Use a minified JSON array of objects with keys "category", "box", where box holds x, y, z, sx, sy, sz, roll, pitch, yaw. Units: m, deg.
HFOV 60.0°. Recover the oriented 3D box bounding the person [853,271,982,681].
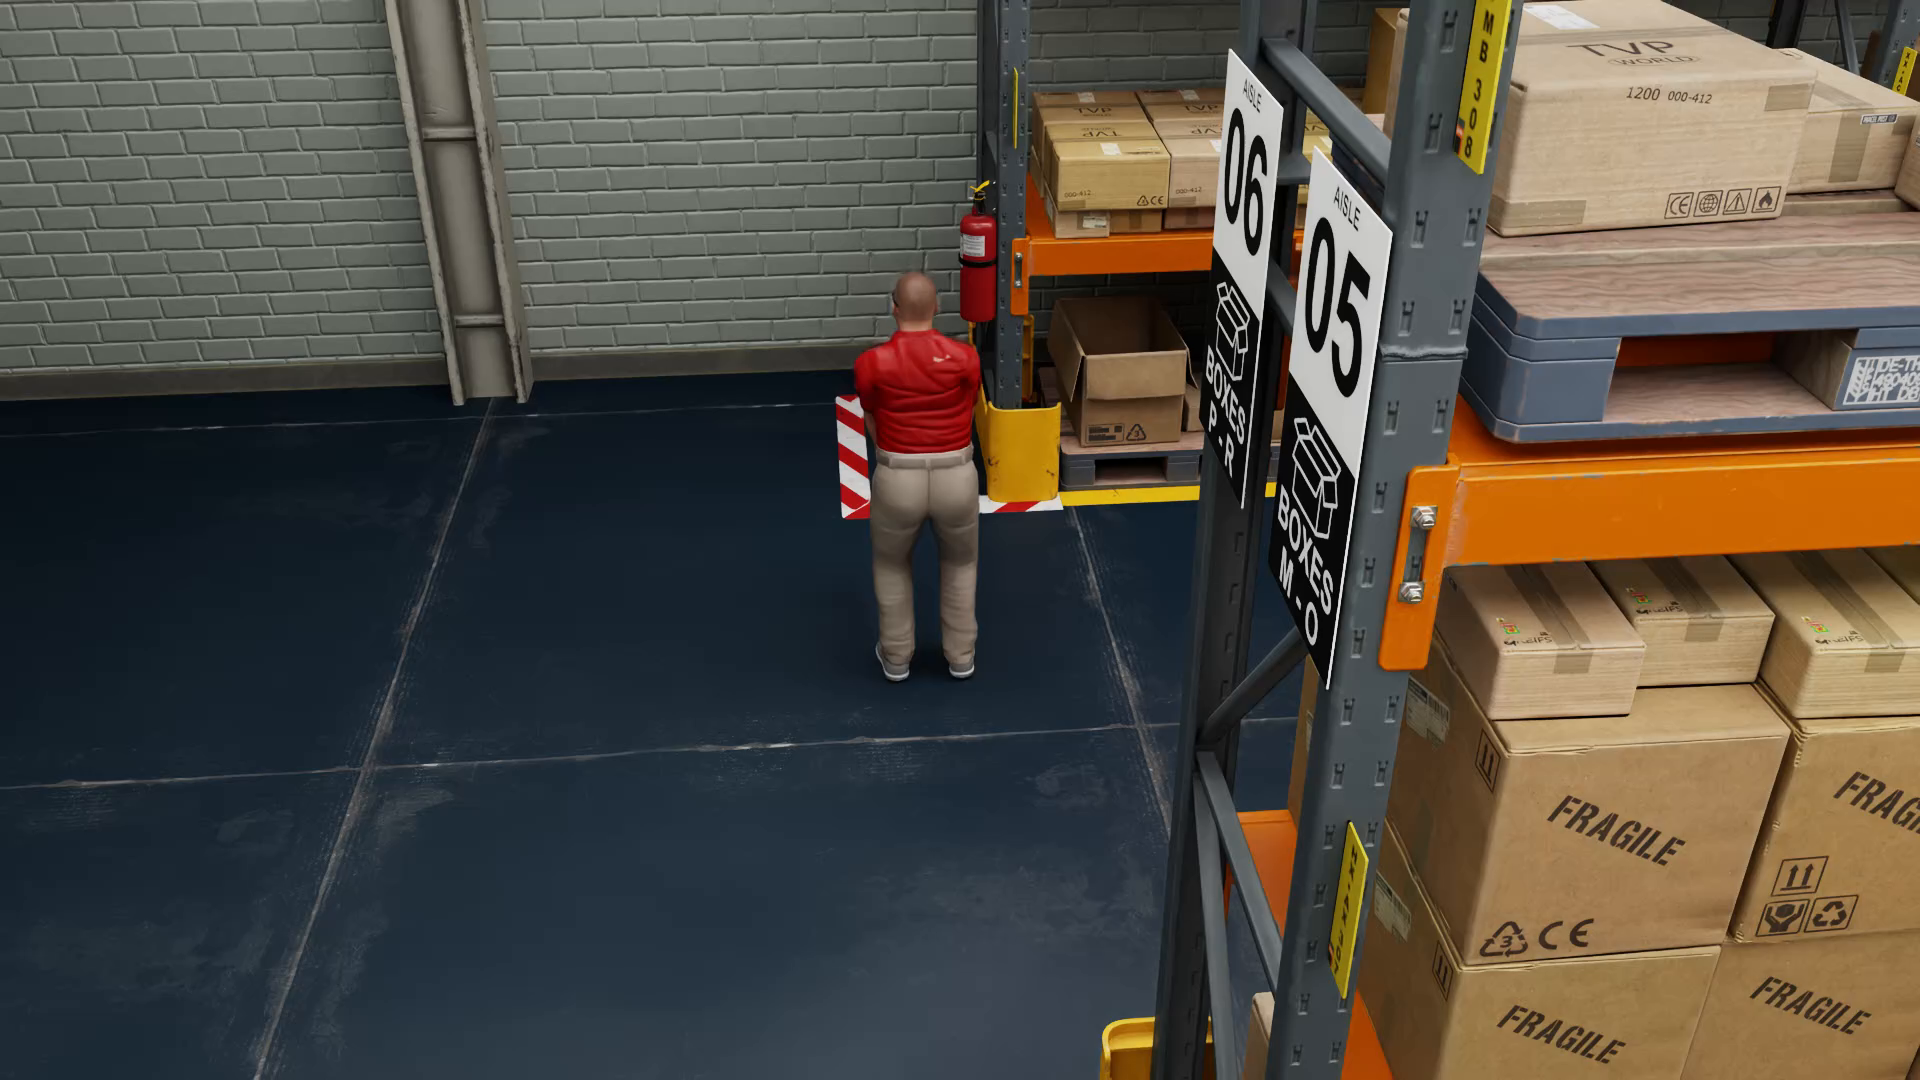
[{"category":"person","box":[-0.165,-0.258,6.595,0.489,1.723,0.556,-3,31,-5]}]
